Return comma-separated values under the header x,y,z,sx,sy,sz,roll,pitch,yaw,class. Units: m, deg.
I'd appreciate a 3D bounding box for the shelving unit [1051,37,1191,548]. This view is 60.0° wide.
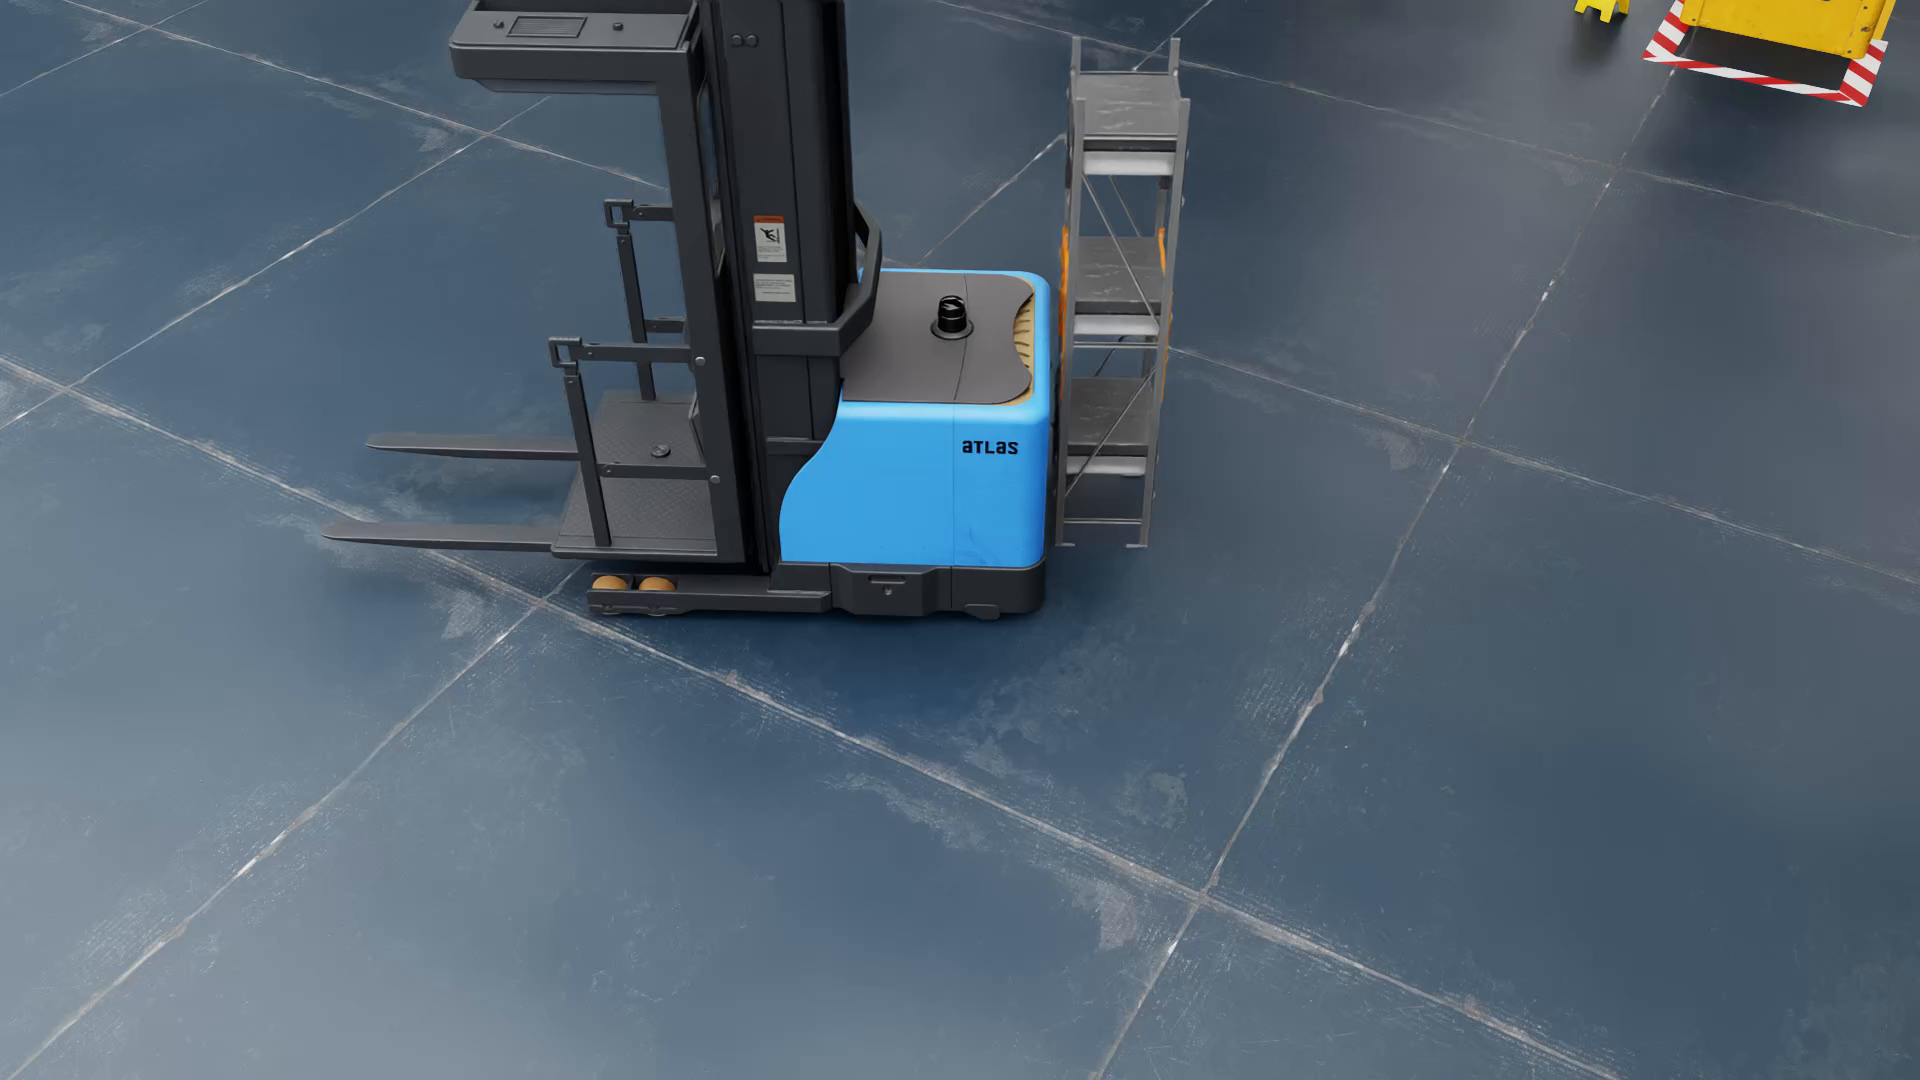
x,y,z,sx,sy,sz,roll,pitch,yaw,class
0.615,-0.920,6.706,0.431,2.100,0.503,1,41,1,shelving unit

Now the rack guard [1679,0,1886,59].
x,y,z,sx,sy,sz,roll,pitch,yaw,class
5.430,-3.584,10.941,1.175,0.500,0.348,21,45,22,rack guard

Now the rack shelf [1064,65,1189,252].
x,y,z,sx,sy,sz,roll,pitch,yaw,class
0.614,-1.435,6.252,0.431,0.518,0.480,1,41,1,rack shelf

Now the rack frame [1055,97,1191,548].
x,y,z,sx,sy,sz,roll,pitch,yaw,class
0.609,-0.759,6.523,0.400,2.100,0.015,1,41,1,rack frame

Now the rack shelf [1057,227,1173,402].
x,y,z,sx,sy,sz,roll,pitch,yaw,class
0.615,-0.910,6.715,0.431,0.518,0.480,1,41,1,rack shelf

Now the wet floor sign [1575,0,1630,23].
x,y,z,sx,sy,sz,roll,pitch,yaw,class
4.370,-3.840,11.122,0.232,0.644,0.267,-29,49,-29,wet floor sign

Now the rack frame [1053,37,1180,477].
x,y,z,sx,sy,sz,roll,pitch,yaw,class
0.621,-1.082,6.889,0.400,2.100,0.015,1,41,1,rack frame

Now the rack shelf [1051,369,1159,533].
x,y,z,sx,sy,sz,roll,pitch,yaw,class
0.616,-0.385,7.178,0.431,0.518,0.480,1,41,1,rack shelf

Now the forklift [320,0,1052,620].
x,y,z,sx,sy,sz,roll,pitch,yaw,class
-1.146,-1.132,6.318,3.031,2.935,1.130,2,41,2,forklift
